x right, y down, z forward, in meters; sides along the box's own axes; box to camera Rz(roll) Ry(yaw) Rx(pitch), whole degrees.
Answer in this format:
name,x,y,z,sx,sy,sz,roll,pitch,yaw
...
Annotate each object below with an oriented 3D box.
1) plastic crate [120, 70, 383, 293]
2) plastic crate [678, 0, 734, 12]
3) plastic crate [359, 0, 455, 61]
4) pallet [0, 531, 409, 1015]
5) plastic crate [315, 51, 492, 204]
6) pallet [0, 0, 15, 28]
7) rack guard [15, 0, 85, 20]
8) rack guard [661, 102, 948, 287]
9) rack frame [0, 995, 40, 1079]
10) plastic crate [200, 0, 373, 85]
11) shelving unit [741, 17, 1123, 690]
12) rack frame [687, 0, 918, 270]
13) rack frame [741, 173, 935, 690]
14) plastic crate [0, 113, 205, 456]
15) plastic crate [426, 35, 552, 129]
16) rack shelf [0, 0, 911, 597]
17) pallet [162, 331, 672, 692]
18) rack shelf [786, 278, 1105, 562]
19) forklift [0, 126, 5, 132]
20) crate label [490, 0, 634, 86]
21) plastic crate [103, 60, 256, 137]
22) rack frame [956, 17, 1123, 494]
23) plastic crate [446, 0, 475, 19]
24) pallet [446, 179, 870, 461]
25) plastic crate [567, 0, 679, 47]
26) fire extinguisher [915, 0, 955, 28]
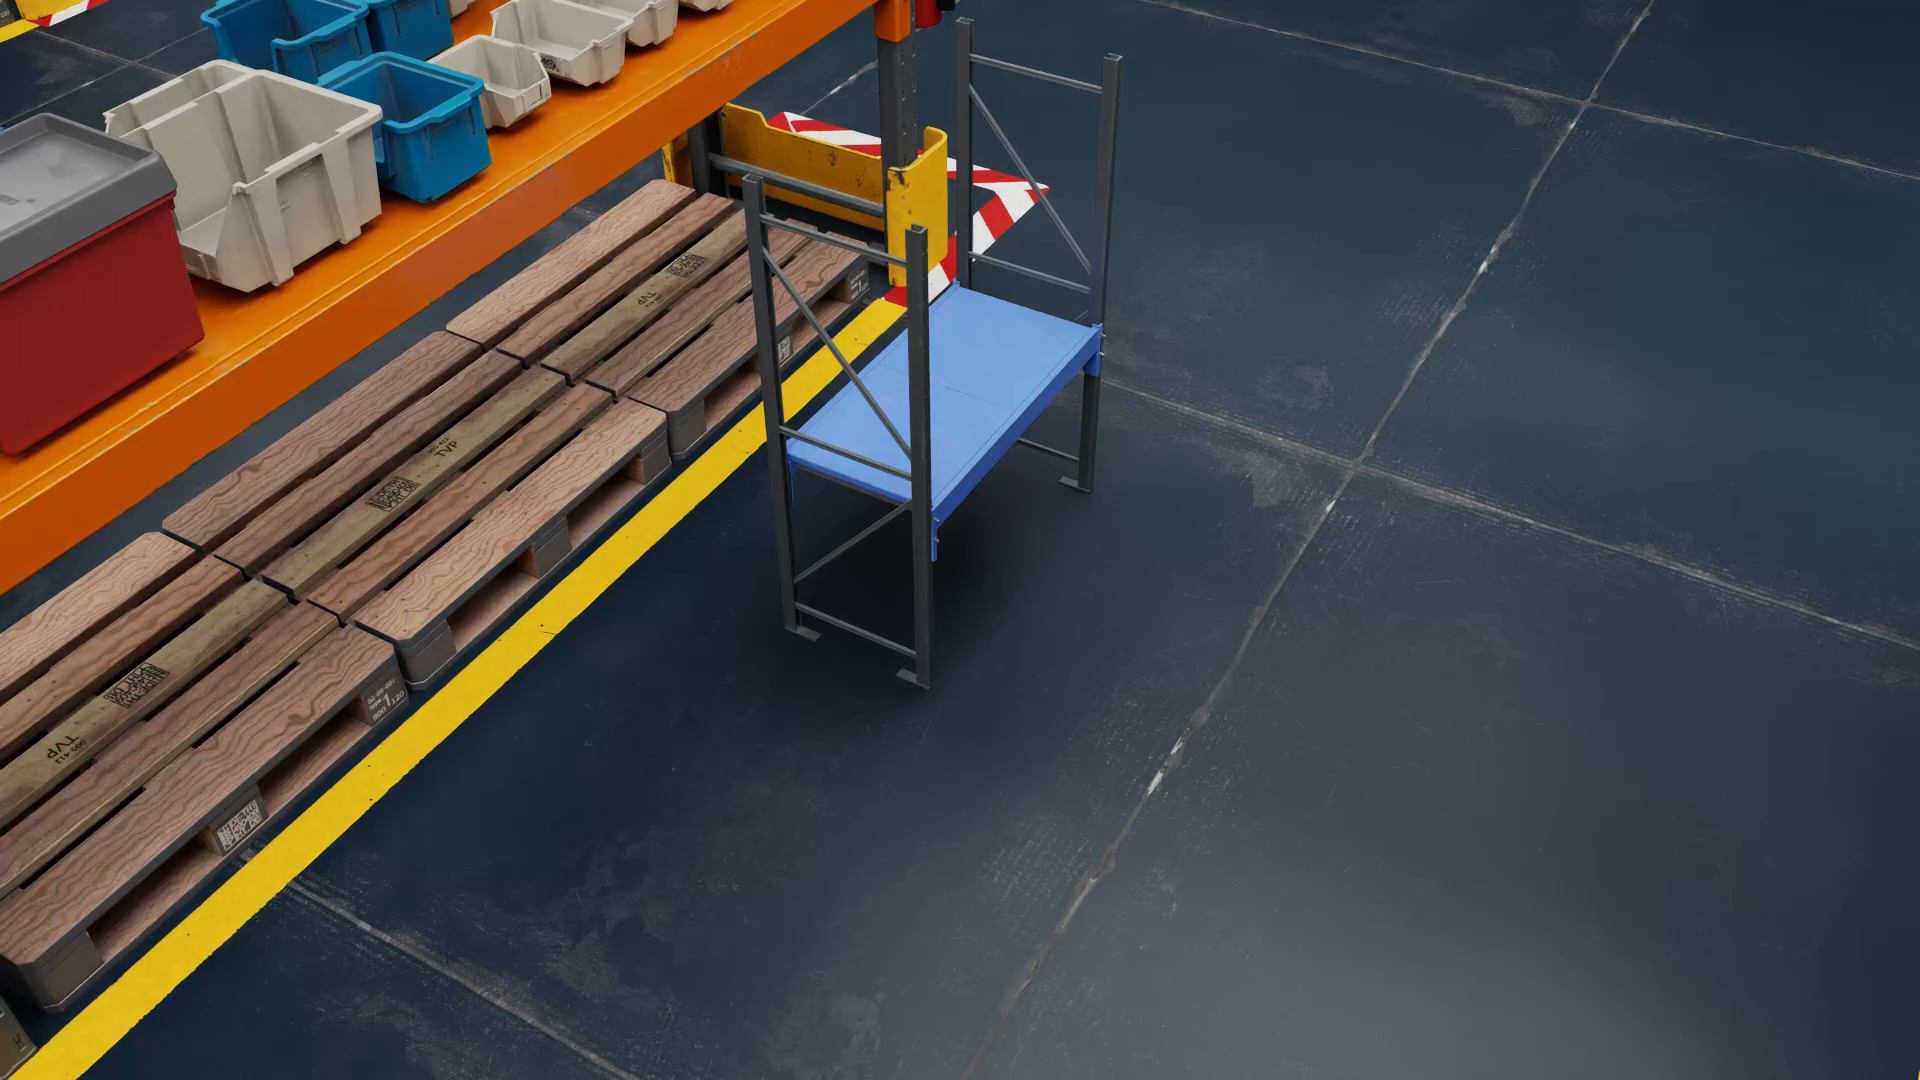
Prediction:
name,x,y,z,sx,sy,sz,roll,pitch,yaw
plastic crate,-1.695,-0.850,3.990,0.437,0.282,0.530,21,45,22
plastic crate,-0.868,-1.745,5.116,0.396,0.136,0.243,21,45,22
plastic crate,-1.684,-1.522,4.790,0.416,0.233,0.300,21,45,22
pallet,-2.284,0.554,4.462,1.003,0.211,1.213,21,45,22
plastic crate,-1.423,-1.048,4.252,0.416,0.233,0.300,21,45,22
pallet,-5.340,-2.442,7.863,1.003,0.211,1.213,21,45,22
rack guard,-4.942,-3.007,8.286,1.175,0.500,0.348,21,45,22
rack guard,-0.616,-1.428,6.493,1.175,0.500,0.348,21,45,22
rack frame,-2.619,-0.059,3.048,1.000,3.000,0.127,21,45,22
plastic crate,-1.835,-1.350,4.595,0.416,0.233,0.300,21,45,22
shelving unit,-0.043,-0.514,4.699,0.538,1.500,1.048,21,45,22
rack frame,-0.617,-2.348,5.647,1.000,3.000,0.127,21,45,22
rack frame,-0.297,-0.223,4.369,0.500,1.500,0.032,21,45,22
plastic crate,-1.955,-0.534,3.493,0.402,0.464,0.583,21,45,22
plastic crate,-1.276,-1.241,4.544,0.298,0.136,0.250,21,45,22
rack shelf,-1.618,-0.934,4.585,1.077,0.370,4.000,21,45,22
pallet,-1.675,-0.147,5.257,1.003,0.211,1.213,21,45,22
rack shelf,-0.043,-0.379,4.818,0.538,0.185,1.000,21,45,22
forklift,-4.066,-0.896,4.050,1.130,2.935,3.031,25,47,26
crate label,-1.144,-1.417,4.743,0.396,0.136,0.243,21,45,22
plastic crate,-2.007,-1.079,4.359,0.293,0.136,0.466,21,45,22
rack frame,0.212,-0.805,5.029,0.500,1.500,0.032,21,45,22
plastic crate,-1.597,-1.695,5.059,0.250,0.136,0.298,21,45,22
pallet,-1.063,-0.843,6.047,1.003,0.211,1.213,21,45,22
plastic crate,-1.026,-1.584,4.933,0.396,0.136,0.243,21,45,22
fire extinguisher,-0.148,-2.115,5.723,0.296,0.674,0.183,21,45,22
